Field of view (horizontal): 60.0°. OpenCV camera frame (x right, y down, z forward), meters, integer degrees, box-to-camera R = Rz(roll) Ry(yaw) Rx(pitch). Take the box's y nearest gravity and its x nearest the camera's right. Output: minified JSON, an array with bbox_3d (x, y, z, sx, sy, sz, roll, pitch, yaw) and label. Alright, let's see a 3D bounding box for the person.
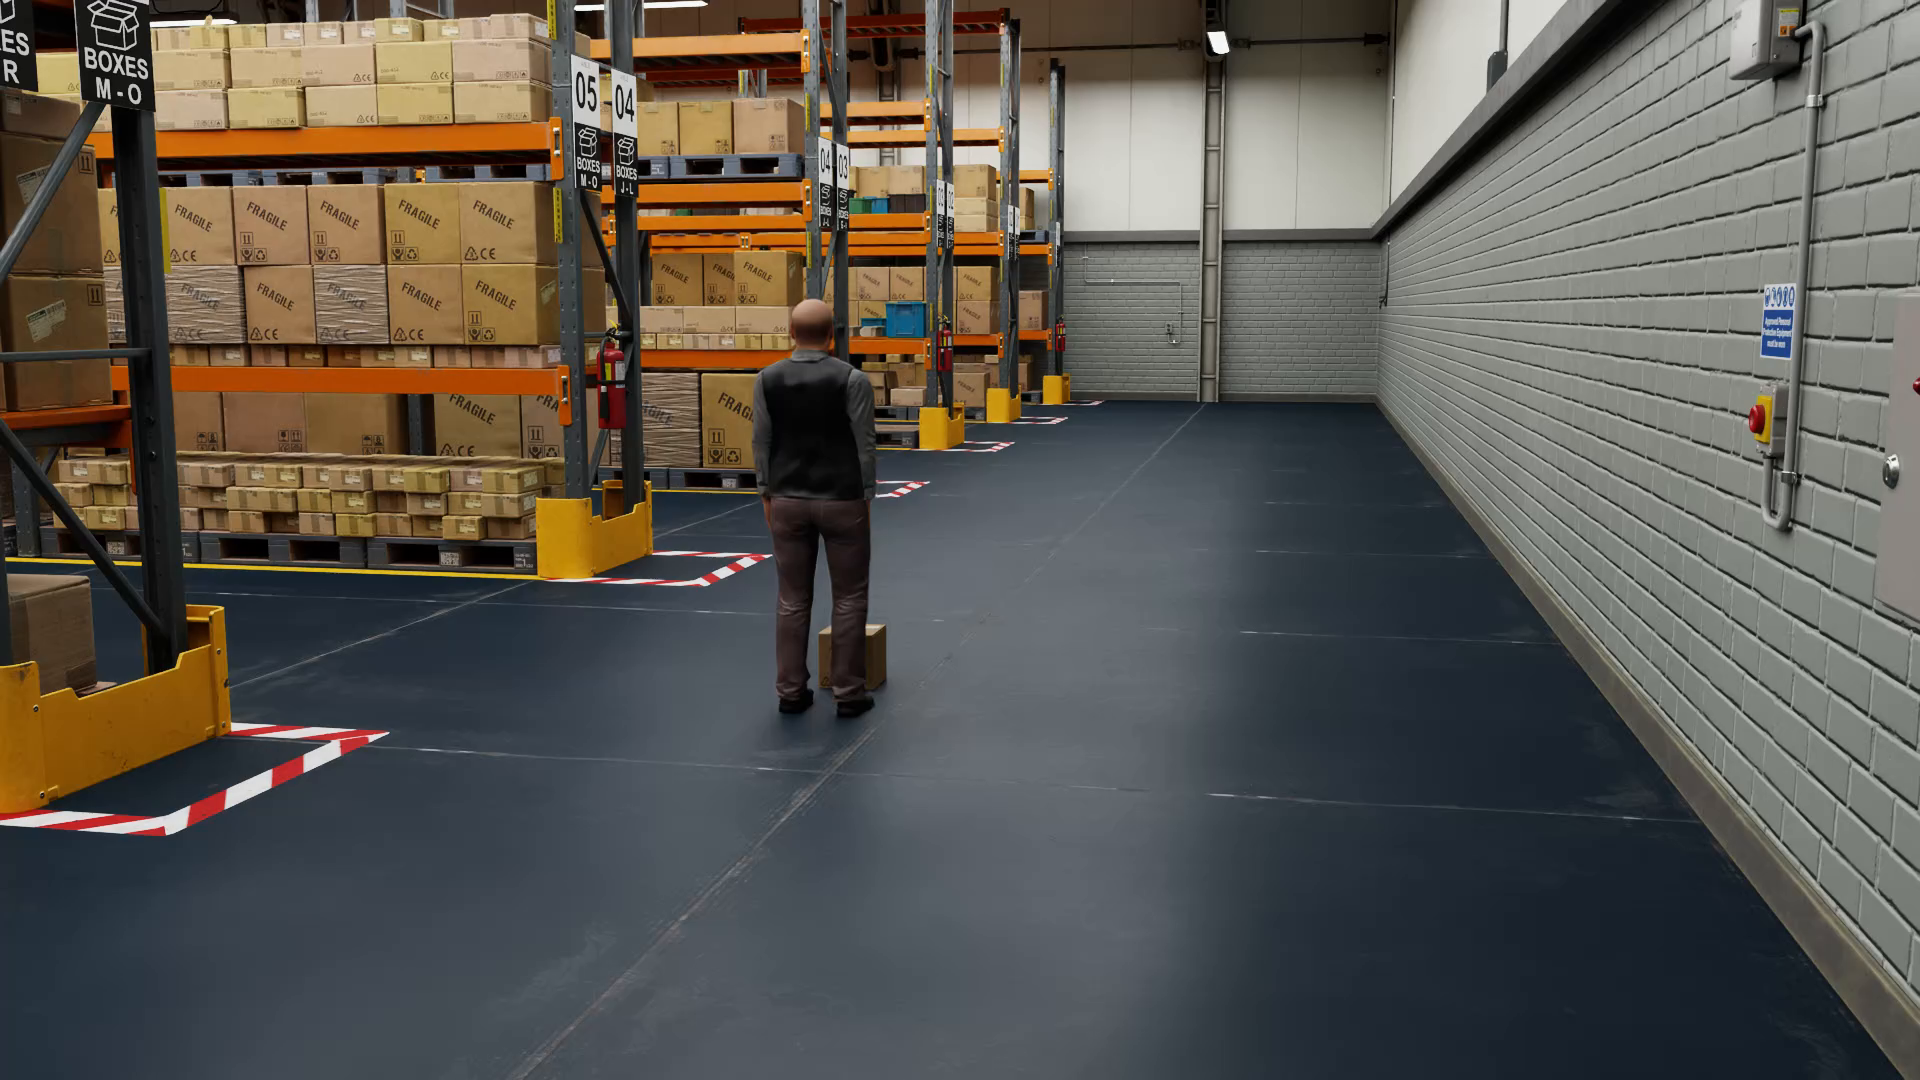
[{"bbox_3d":[-0.600,-0.134,6.919,0.533,1.718,0.358,2,8,12],"label":"person"}]
